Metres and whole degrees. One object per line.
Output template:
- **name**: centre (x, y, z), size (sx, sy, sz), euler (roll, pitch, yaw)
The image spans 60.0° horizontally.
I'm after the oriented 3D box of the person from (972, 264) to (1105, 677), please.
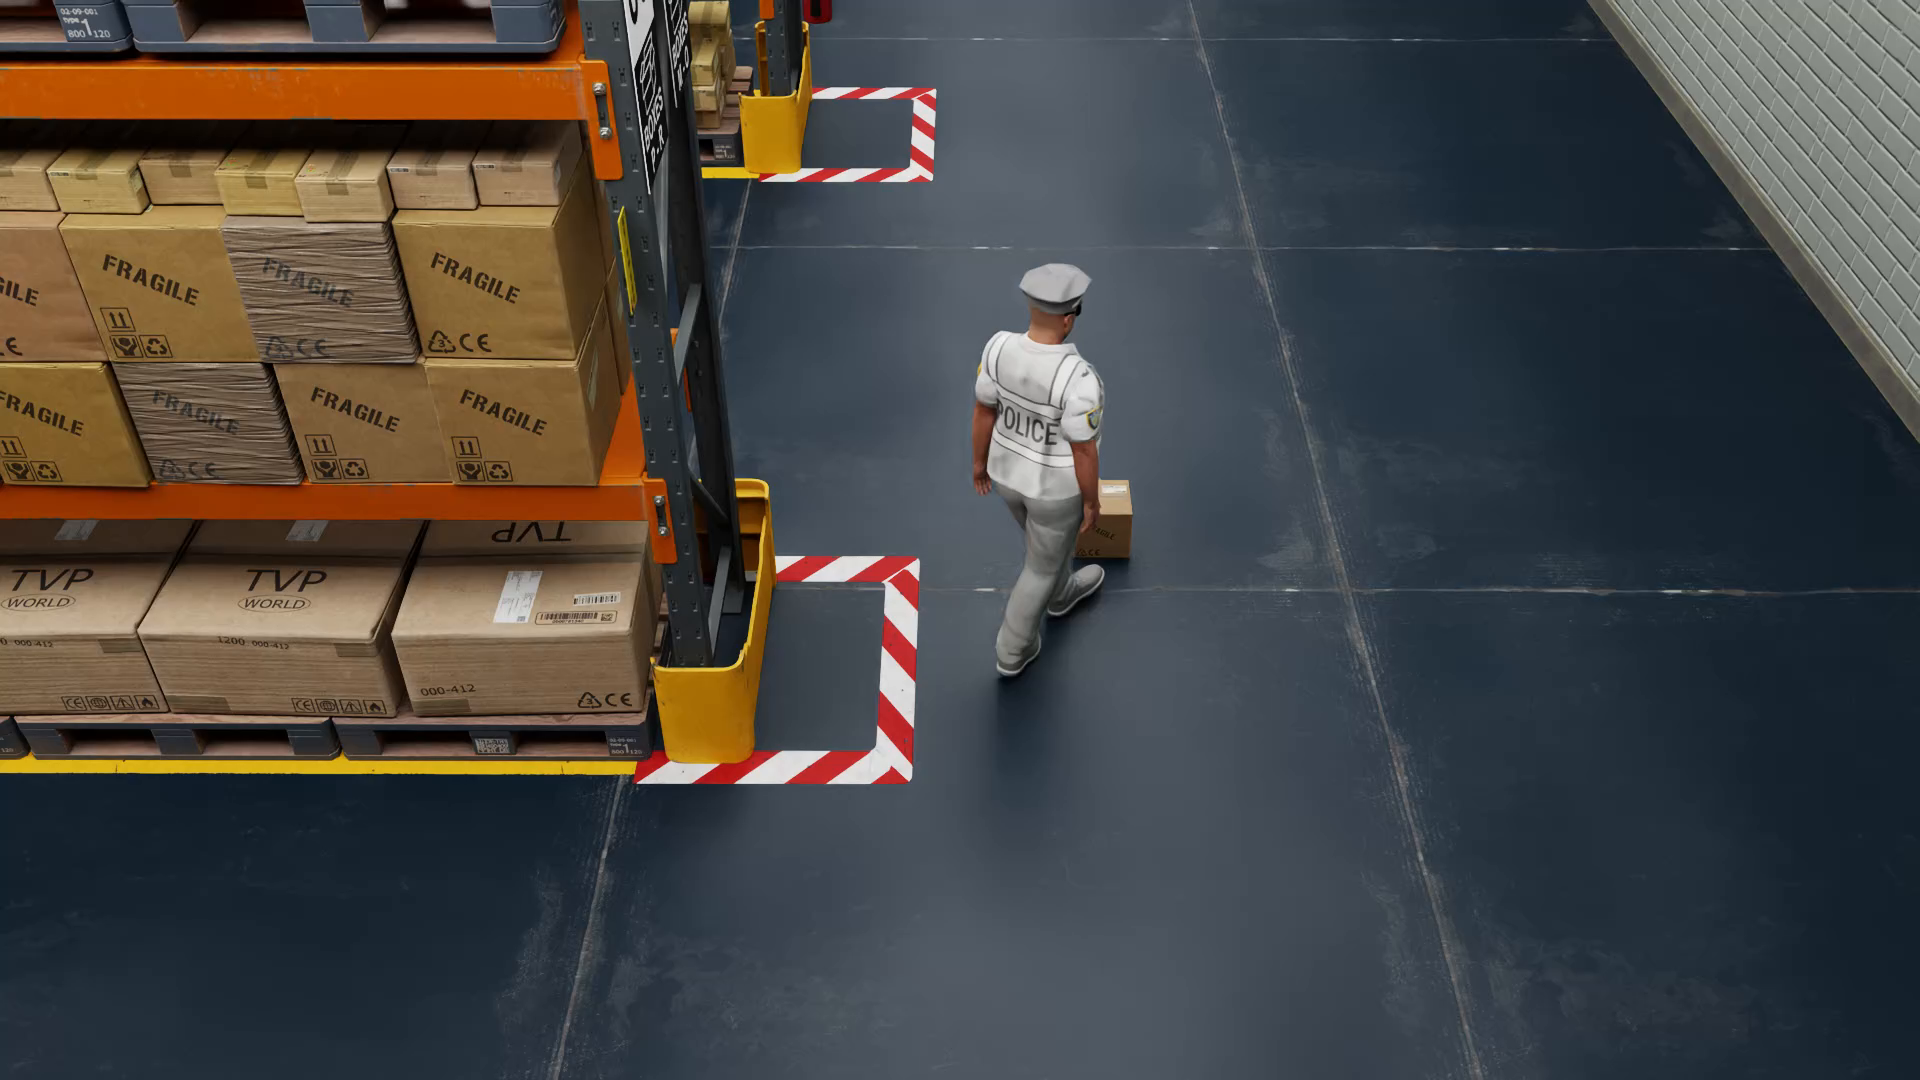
- **person**: centre (0.377, -0.293, 6.509), size (0.550, 1.734, 0.767), euler (31, 48, 32)
